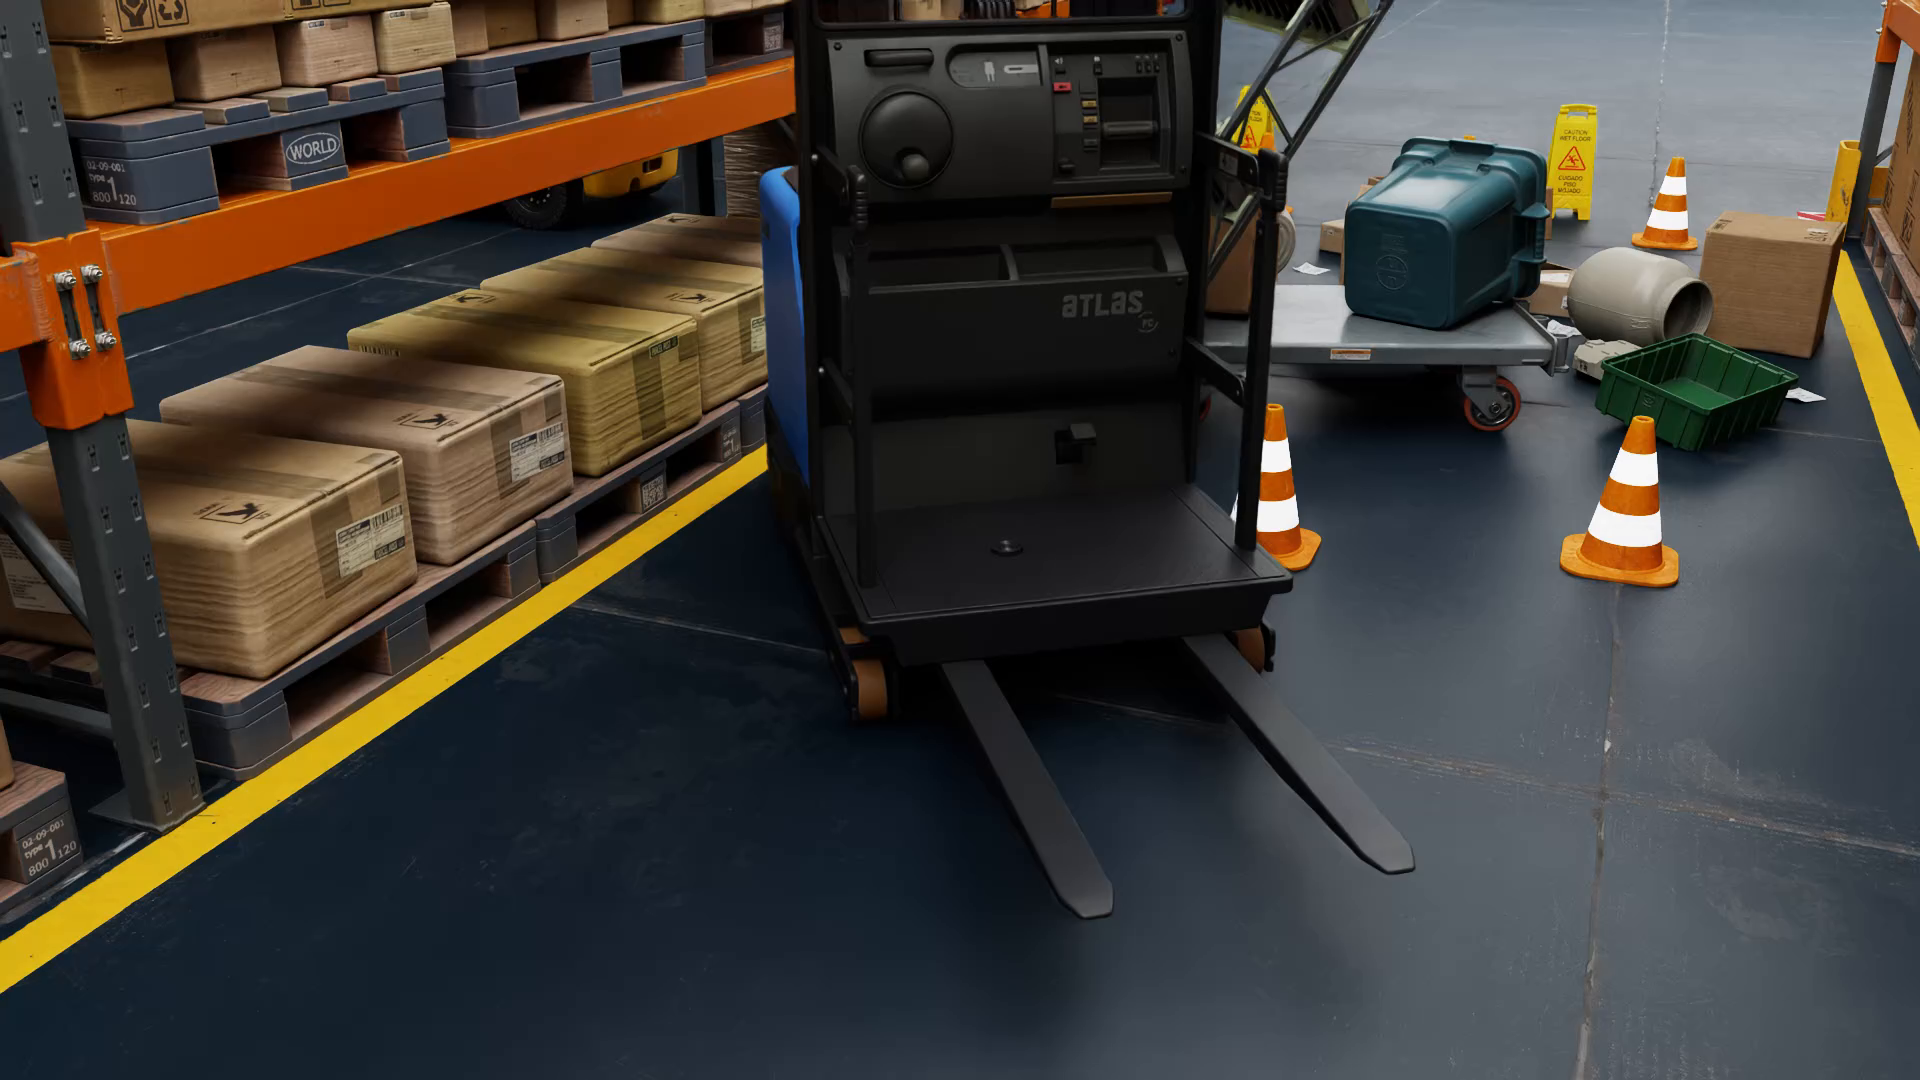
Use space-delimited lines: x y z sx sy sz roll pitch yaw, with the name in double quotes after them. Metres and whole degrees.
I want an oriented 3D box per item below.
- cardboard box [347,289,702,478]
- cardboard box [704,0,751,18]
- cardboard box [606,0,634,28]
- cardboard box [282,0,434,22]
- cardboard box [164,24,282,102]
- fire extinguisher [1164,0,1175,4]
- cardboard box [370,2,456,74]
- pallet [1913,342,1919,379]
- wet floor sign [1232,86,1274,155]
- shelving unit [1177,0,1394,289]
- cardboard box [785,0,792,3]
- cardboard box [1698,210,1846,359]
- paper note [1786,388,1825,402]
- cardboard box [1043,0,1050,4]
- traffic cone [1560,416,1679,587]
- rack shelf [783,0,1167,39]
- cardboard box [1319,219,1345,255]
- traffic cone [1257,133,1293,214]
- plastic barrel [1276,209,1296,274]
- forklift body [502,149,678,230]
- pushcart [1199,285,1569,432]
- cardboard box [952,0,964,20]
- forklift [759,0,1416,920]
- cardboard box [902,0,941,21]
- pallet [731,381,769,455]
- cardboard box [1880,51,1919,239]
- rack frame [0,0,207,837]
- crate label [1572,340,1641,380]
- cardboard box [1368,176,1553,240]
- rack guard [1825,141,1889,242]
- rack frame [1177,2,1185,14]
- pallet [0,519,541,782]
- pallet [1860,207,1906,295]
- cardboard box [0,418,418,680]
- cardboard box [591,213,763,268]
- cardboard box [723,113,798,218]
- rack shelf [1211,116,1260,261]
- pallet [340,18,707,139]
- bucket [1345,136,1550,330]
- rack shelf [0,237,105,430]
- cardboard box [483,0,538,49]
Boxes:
-1.429 -0.540 5.515 0.950 0.372 0.625 10 25 22 "cardboard box"
-0.919 -1.827 5.513 0.380 0.149 0.250 9 24 20 "cardboard box"
-1.237 -1.665 5.125 0.380 0.149 0.250 8 24 18 "cardboard box"
-1.633 -1.515 3.924 0.500 0.500 0.500 10 25 23 "cardboard box"
-1.773 -1.086 3.739 0.380 0.149 0.250 7 24 17 "cardboard box"
1.240 -3.624 10.135 0.296 0.674 0.183 9 24 20 "fire extinguisher"
-1.507 -1.273 4.186 0.380 0.149 0.250 9 24 20 "cardboard box"
4.272 -0.555 6.305 1.003 0.211 1.213 9 24 20 "pallet"
1.833 -2.513 10.430 0.267 0.644 0.232 19 29 38 "wet floor sign"
0.803 -1.569 5.786 0.755 1.500 0.431 31 -4 36 "shelving unit"
-0.766 -2.016 5.965 0.380 0.149 0.250 8 24 18 "cardboard box"
3.541 -1.131 7.306 0.500 0.500 0.500 13 26 29 "cardboard box"
3.326 -0.581 6.601 0.147 0.020 0.142 -7 24 -17 "paper note"
0.250 -2.755 8.280 0.380 0.149 0.250 9 24 20 "cardboard box"
2.017 -0.147 5.001 0.336 0.463 0.334 9 24 20 "traffic cone"
0.027 -2.637 8.605 1.077 0.370 4.000 9 24 20 "rack shelf"
2.158 -1.611 8.915 0.250 0.149 0.380 -17 28 -35 "cardboard box"
1.807 -2.176 9.858 0.336 0.463 0.334 9 24 20 "traffic cone"
1.408 -1.540 8.388 0.421 0.421 0.512 -12 25 -26 "plastic barrel"
-2.851 -3.063 9.792 2.313 2.155 1.214 9 24 20 "forklift body"
1.419 -0.735 6.520 1.648 0.377 0.936 1 23 2 "pushcart"
-0.186 -2.402 7.434 0.380 0.149 0.250 9 24 20 "cardboard box"
0.188 -1.056 3.976 1.130 2.935 3.031 -5 23 -13 "forklift"
-0.302 -2.204 6.961 0.380 0.149 0.250 9 24 20 "cardboard box"
-1.004 -0.688 6.623 1.003 0.211 1.213 9 24 20 "pallet"
5.212 -1.974 8.295 0.875 0.875 0.875 9 24 20 "cardboard box"
-2.202 -0.822 3.326 1.000 3.000 0.127 9 24 20 "rack frame"
2.678 -0.729 6.817 0.298 0.136 0.250 -7 24 -17 "crate label"
2.468 -1.542 8.288 0.797 0.503 0.637 -7 24 -17 "cardboard box"
5.412 -1.867 9.072 1.175 0.500 0.348 9 24 20 "rack guard"
0.549 -1.722 6.000 0.023 1.500 0.400 31 -4 36 "rack frame"
-1.911 0.185 4.533 1.003 0.211 1.213 9 24 20 "pallet"
5.178 -1.428 8.395 1.003 0.211 1.213 9 24 20 "pallet"
-1.983 -0.004 4.232 0.950 0.372 0.625 7 24 16 "cardboard box"
-0.909 -1.047 6.728 0.950 0.372 0.625 9 24 21 "cardboard box"
-0.746 -1.775 7.656 0.500 0.500 0.500 8 24 19 "cardboard box"
0.625 -1.297 5.769 0.720 0.370 0.431 31 -4 36 "rack shelf"
-1.505 -1.448 5.073 1.003 0.211 1.213 9 24 20 "pallet"
1.827 -1.151 6.388 0.726 0.611 0.620 19 39 38 "bucket"
-2.945 0.226 1.751 1.077 0.370 4.000 9 24 20 "rack shelf"
-1.421 -1.477 4.675 0.380 0.149 0.250 10 25 22 "cardboard box"
